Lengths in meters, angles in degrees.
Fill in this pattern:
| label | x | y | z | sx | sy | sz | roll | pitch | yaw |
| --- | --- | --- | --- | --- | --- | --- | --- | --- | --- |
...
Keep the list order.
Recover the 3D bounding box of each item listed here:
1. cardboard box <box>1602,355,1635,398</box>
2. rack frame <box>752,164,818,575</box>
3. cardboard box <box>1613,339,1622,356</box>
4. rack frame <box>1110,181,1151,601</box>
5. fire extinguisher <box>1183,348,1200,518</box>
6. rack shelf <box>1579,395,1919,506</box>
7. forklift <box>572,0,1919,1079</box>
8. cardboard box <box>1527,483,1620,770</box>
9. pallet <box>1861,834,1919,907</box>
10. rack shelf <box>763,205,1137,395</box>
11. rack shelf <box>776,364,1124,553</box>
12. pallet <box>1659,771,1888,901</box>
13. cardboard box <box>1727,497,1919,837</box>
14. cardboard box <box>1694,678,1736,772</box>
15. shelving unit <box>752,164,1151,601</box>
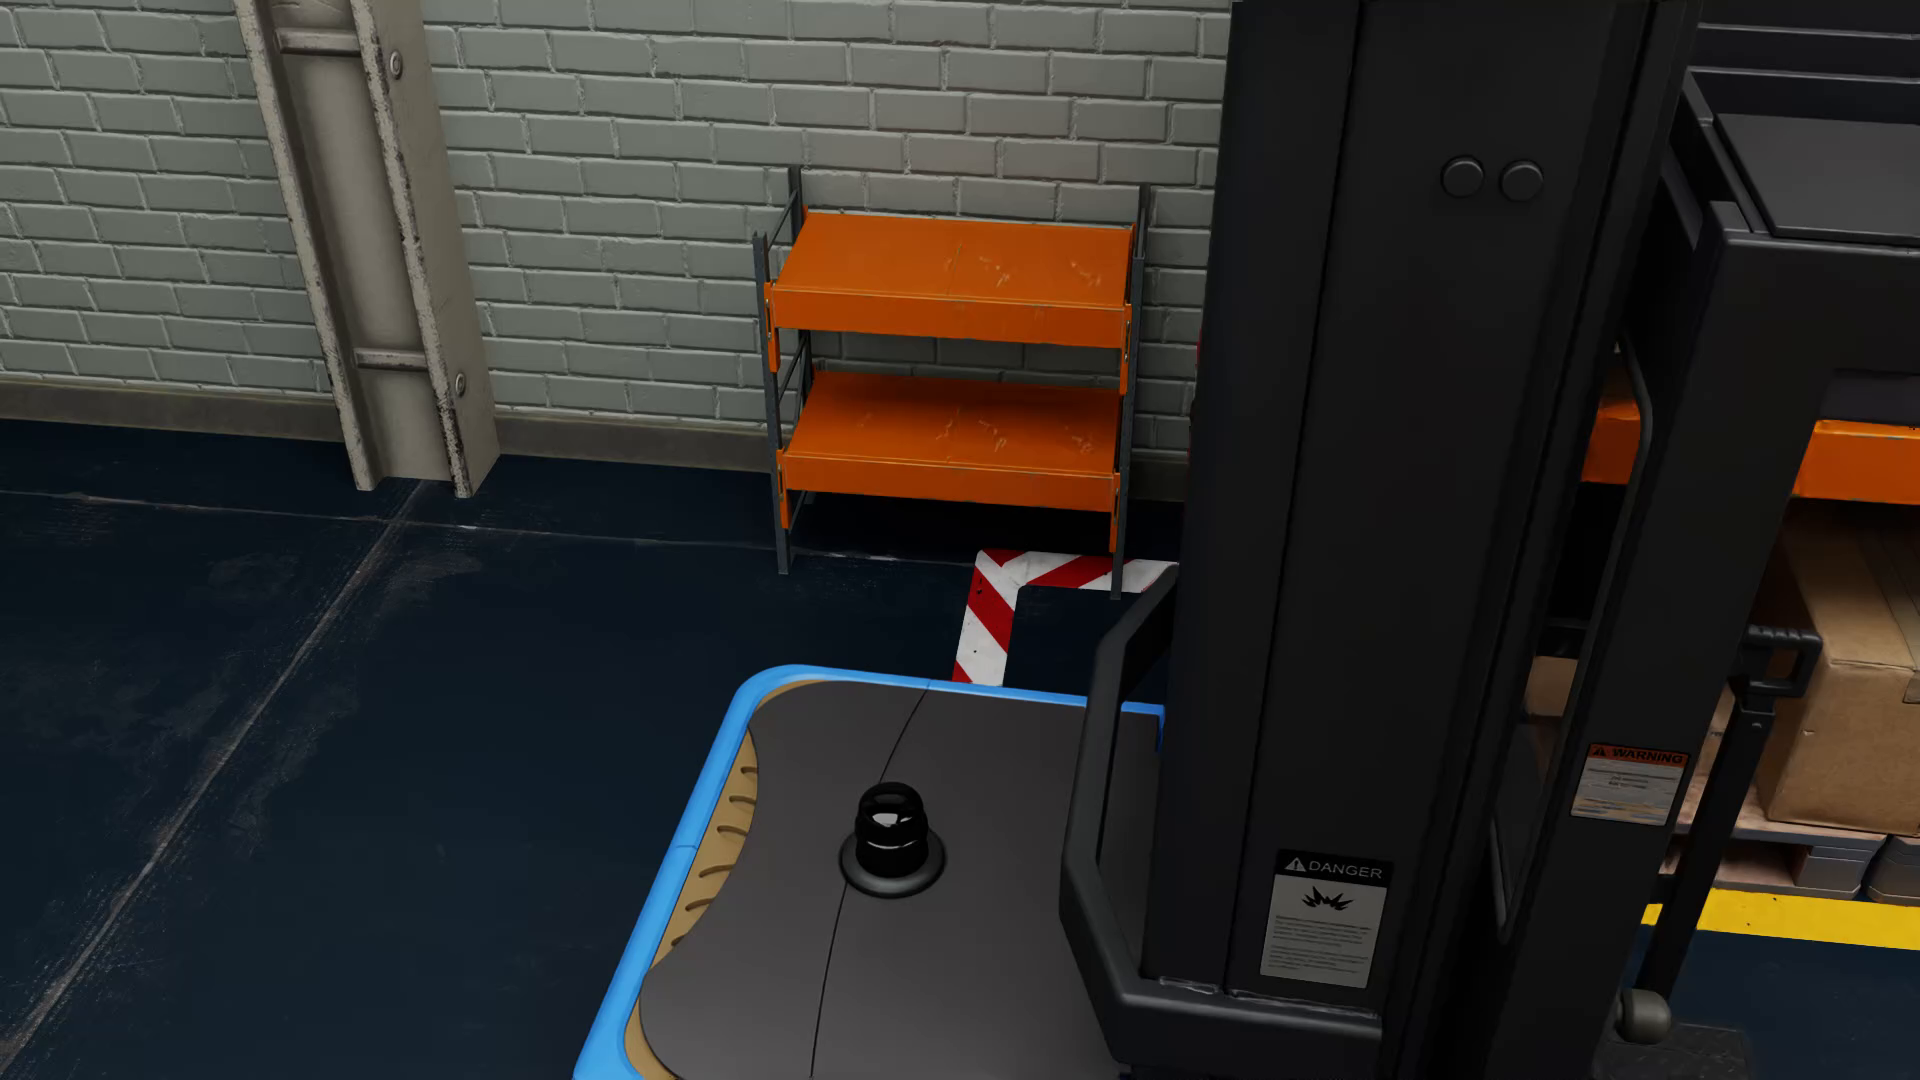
| label | x | y | z | sx | sy | sz | roll | pitch | yaw |
| --- | --- | --- | --- | --- | --- | --- | --- | --- | --- |
| cardboard box | 1.332 | -0.466 | 3.537 | 0.250 | 0.149 | 0.380 | 5 | 36 | 7 |
| rack frame | -0.511 | -0.494 | 4.975 | 0.032 | 1.125 | 0.500 | 4 | 36 | 6 |
| cardboard box | 1.198 | -0.614 | 3.401 | 0.500 | 0.250 | 0.500 | 4 | 36 | 6 |
| rack frame | 0.498 | -0.421 | 4.871 | 0.032 | 1.125 | 0.500 | 4 | 36 | 6 |
| fire extinguisher | 0.578 | -0.304 | 3.481 | 0.183 | 0.674 | 0.296 | 4 | 36 | 6 |
| rack shelf | 2.766 | -0.302 | 3.710 | 4.000 | 0.370 | 1.077 | 4 | 36 | 6 |
| forklift | 0.993 | 0.321 | 2.277 | 3.031 | 2.935 | 1.130 | 6 | 36 | 8 |
| cardboard box | 1.377 | 0.203 | 4.172 | 0.637 | 0.503 | 0.797 | 3 | 36 | 4 |
| pallet | 2.855 | 0.548 | 4.300 | 1.213 | 0.211 | 1.003 | 4 | 36 | 6 |
| rack shelf | -0.006 | -0.696 | 4.753 | 1.000 | 0.278 | 0.538 | 4 | 36 | 6 |
| rack shelf | -0.006 | -0.259 | 5.065 | 1.000 | 0.278 | 0.538 | 4 | 36 | 6 |
| pallet | 1.649 | 0.457 | 4.429 | 1.213 | 0.211 | 1.003 | 4 | 36 | 6 |
| cardboard box | 2.220 | 0.290 | 4.052 | 0.500 | 0.500 | 0.700 | 6 | 36 | 8 |
| cardboard box | 1.793 | 0.401 | 4.199 | 0.250 | 0.149 | 0.380 | 3 | 36 | 4 |
| shelving unit | -0.006 | -0.458 | 4.923 | 1.048 | 1.125 | 0.538 | 4 | 36 | 6 |
